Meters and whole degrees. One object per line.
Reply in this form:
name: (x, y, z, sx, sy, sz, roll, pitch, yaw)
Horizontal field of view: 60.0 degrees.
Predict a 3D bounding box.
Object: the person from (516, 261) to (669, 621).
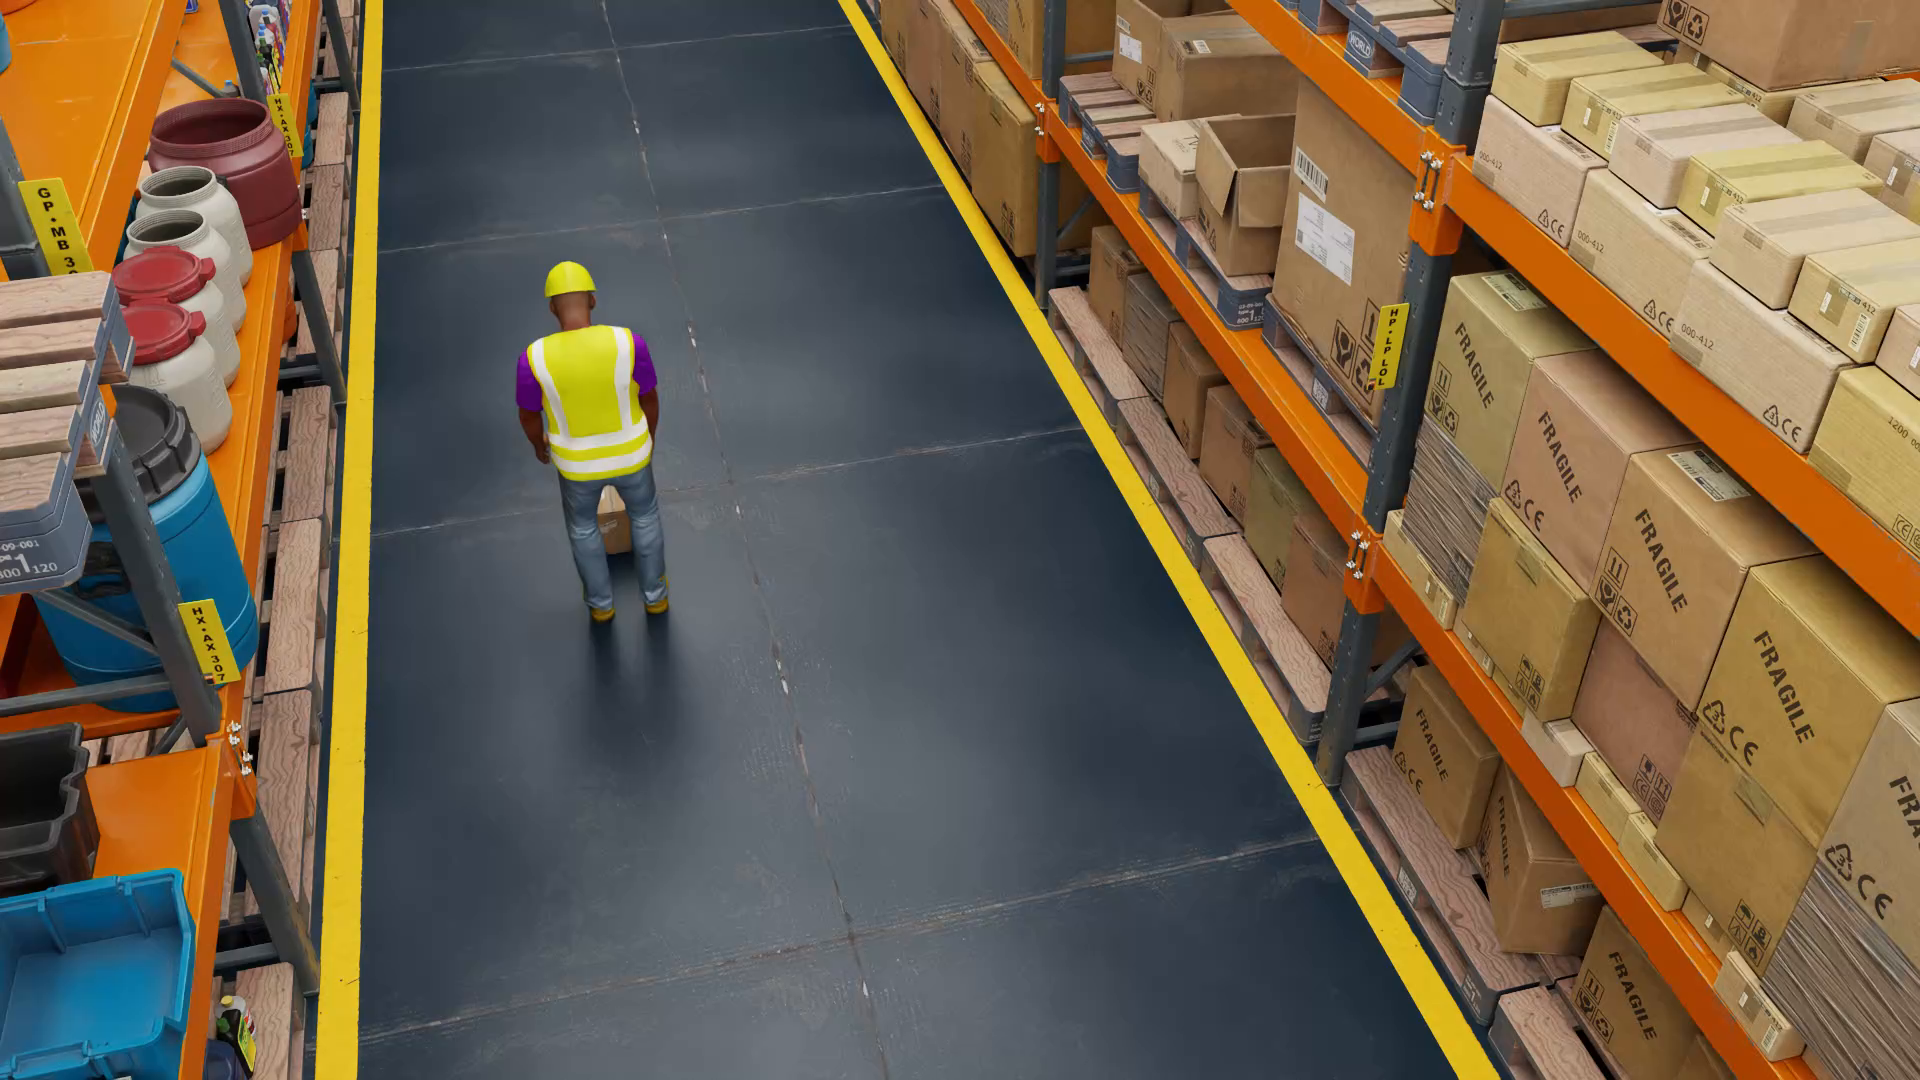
person: (-1.584, -0.398, 7.246, 0.591, 1.717, 0.453, -8, 39, -11)
